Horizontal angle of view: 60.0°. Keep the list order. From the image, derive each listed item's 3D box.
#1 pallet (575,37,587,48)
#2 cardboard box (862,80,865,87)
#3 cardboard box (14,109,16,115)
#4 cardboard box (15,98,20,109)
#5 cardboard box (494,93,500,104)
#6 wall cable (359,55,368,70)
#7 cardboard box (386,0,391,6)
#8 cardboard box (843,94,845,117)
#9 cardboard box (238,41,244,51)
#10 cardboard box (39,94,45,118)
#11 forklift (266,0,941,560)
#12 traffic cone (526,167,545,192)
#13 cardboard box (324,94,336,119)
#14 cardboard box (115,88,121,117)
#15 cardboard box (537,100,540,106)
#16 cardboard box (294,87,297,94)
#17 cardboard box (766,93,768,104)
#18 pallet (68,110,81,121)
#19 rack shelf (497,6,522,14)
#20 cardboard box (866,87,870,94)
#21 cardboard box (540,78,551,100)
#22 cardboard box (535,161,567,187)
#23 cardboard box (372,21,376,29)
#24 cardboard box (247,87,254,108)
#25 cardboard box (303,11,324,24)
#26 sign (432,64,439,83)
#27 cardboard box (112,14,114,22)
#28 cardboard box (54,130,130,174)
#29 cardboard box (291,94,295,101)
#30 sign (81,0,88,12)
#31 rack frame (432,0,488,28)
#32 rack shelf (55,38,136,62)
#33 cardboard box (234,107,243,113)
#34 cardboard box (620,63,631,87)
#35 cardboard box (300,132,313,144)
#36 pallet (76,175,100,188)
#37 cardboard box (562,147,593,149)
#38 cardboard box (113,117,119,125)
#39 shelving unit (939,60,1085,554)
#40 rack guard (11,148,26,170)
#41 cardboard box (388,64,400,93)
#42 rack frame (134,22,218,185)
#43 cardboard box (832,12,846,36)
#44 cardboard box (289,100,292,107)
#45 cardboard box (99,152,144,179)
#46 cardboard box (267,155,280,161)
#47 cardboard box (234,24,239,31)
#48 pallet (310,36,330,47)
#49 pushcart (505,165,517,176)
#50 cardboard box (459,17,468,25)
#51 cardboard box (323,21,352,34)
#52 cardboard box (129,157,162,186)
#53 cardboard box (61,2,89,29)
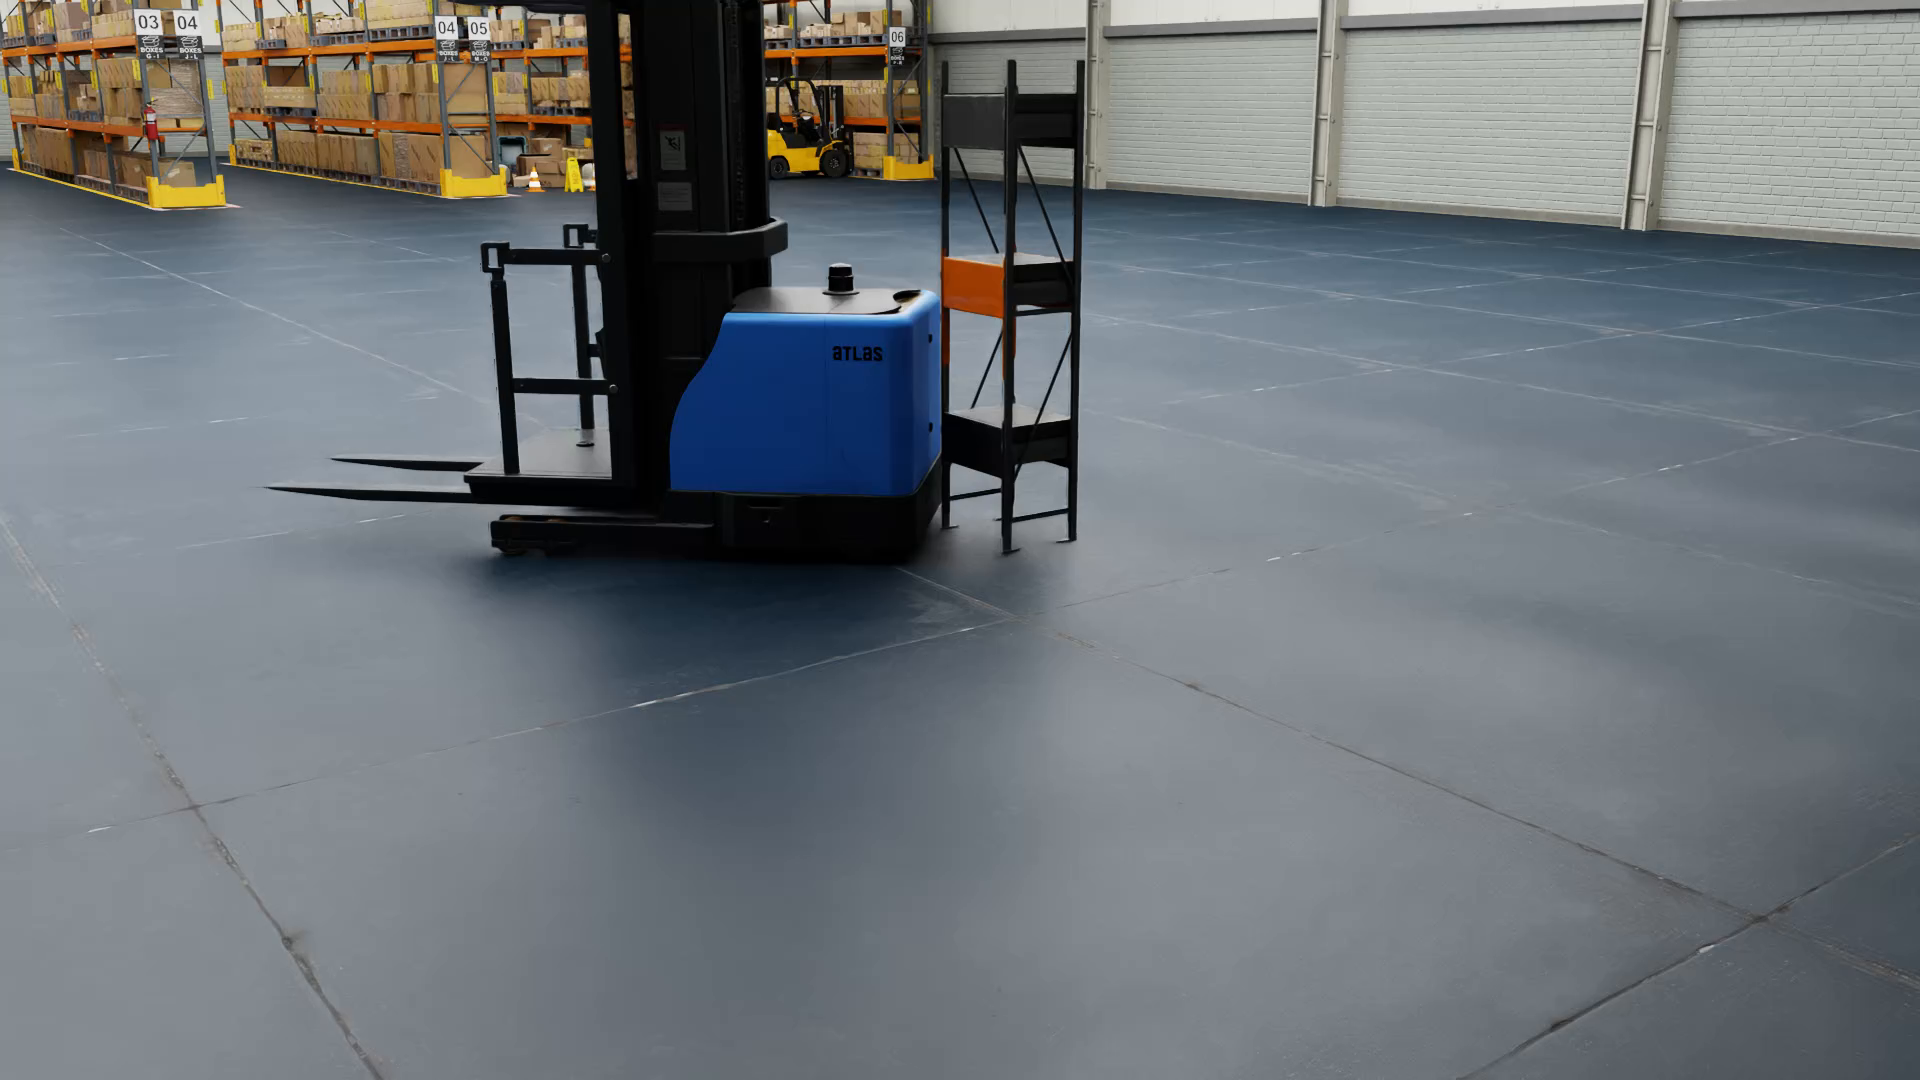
[{"bbox_3d":[-7.792,-11.053,36.950,1.213,0.211,1.003,-11,19,-35],"label":"pallet"},{"bbox_3d":[-1.964,-10.178,37.099,0.380,0.149,0.250,-11,19,-34],"label":"cardboard box"},{"bbox_3d":[-22.342,-10.215,39.692,0.380,0.149,0.250,-11,19,-36],"label":"cardboard box"},{"bbox_3d":[-21.920,-10.281,39.179,0.500,0.250,0.500,-12,19,-36],"label":"cardboard box"},{"bbox_3d":[-11.285,-10.961,41.279,0.500,0.250,0.500,-12,19,-36],"label":"cardboard box"},{"bbox_3d":[-17.905,-13.816,50.390,0.585,1.953,0.123,-11,19,-35],"label":"wall cable"},{"bbox_3d":[-10.771,-10.317,31.888,0.380,0.149,0.250,-11,19,-35],"label":"cardboard box"},{"bbox_3d":[-2.556,-9.905,37.894,0.500,0.500,0.500,-11,19,-34],"label":"cardboard box"},{"bbox_3d":[-17.544,-12.227,41.168,0.500,0.250,0.500,-11,19,-35],"label":"cardboard box"},{"bbox_3d":[-19.870,-9.522,36.495,0.500,0.500,0.500,-11,19,-34],"label":"cardboard box"},{"bbox_3d":[-1.637,-1.479,7.429,3.031,2.935,1.130,2,15,7],"label":"forklift"},{"bbox_3d":[-8.272,-7.014,32.327,0.336,0.463,0.334,-11,19,-35],"label":"traffic cone"},{"bbox_3d":[-13.465,-9.415,36.103,0.500,0.500,0.500,-11,19,-35],"label":"cardboard box"},{"bbox_3d":[-14.676,-7.893,29.978,0.875,0.500,0.500,-11,19,-35],"label":"cardboard box"},{"bbox_3d":[-9.826,-10.385,39.519,0.380,0.149,0.250,-12,19,-38],"label":"cardboard box"},{"bbox_3d":[-14.771,-10.124,37.437,0.380,0.149,0.250,-10,18,-33],"label":"cardboard box"},{"bbox_3d":[-4.602,-10.772,40.589,0.500,0.250,0.500,-10,18,-33],"label":"cardboard box"},{"bbox_3d":[-17.378,-8.636,33.810,1.213,0.211,1.003,-11,19,-35],"label":"pallet"},{"bbox_3d":[-11.043,-13.183,40.816,1.077,0.370,4.000,-11,19,-35],"label":"rack shelf"},{"bbox_3d":[-1.858,-9.972,36.909,0.380,0.149,0.250,-10,18,-34],"label":"cardboard box"},{"bbox_3d":[-9.478,-10.554,38.908,0.500,0.500,0.500,-10,18,-32],"label":"cardboard box"},{"bbox_3d":[-8.244,-7.472,33.923,0.637,0.503,0.797,4,16,13],"label":"cardboard box"},{"bbox_3d":[-11.367,-10.149,32.784,0.380,0.149,0.250,-11,19,-34],"label":"cardboard box"},{"bbox_3d":[-17.272,-10.935,41.094,0.500,0.500,0.500,-11,19,-35],"label":"cardboard box"},{"bbox_3d":[-14.260,-11.523,36.672,0.396,0.266,0.258,-11,19,-35],"label":"cardboard box"},{"bbox_3d":[-9.555,-8.496,30.292,0.100,0.325,0.005,-11,19,-35],"label":"sign"},{"bbox_3d":[-14.613,-9.137,29.125,0.380,0.149,0.250,-10,18,-33],"label":"cardboard box"},{"bbox_3d":[-18.272,-8.192,35.055,1.225,0.875,0.875,-12,19,-37],"label":"cardboard box"},{"bbox_3d":[-14.932,-10.038,37.686,0.380,0.149,0.250,-11,19,-34],"label":"cardboard box"},{"bbox_3d":[-15.978,-9.809,30.326,0.100,0.325,0.005,-11,19,-35],"label":"sign"},{"bbox_3d":[-9.108,-10.798,29.981,1.000,3.000,0.127,-11,19,-35],"label":"rack frame"},{"bbox_3d":[-16.707,-9.537,32.419,1.077,0.370,4.000,-11,19,-35],"label":"rack shelf"},{"bbox_3d":[-18.292,-10.966,42.435,0.380,0.149,0.250,-12,19,-36],"label":"cardboard box"},{"bbox_3d":[-6.876,-9.871,35.311,0.700,0.500,0.500,-11,19,-36],"label":"cardboard box"},{"bbox_3d":[-14.732,-9.182,37.963,0.500,0.250,0.500,-11,19,-34],"label":"cardboard box"},{"bbox_3d":[-17.425,-7.352,34.038,1.003,0.211,1.213,-11,19,-35],"label":"pallet"},{"bbox_3d":[-9.103,-9.059,39.174,0.950,0.372,0.625,-11,19,-36],"label":"cardboard box"},{"bbox_3d":[-15.074,-7.580,30.065,0.380,0.149,0.250,-11,19,-35],"label":"cardboard box"},{"bbox_3d":[0.221,-1.035,7.381,0.431,2.100,0.503,-10,18,-33],"label":"shelving unit"},{"bbox_3d":[-22.601,-9.372,40.870,1.175,0.500,0.348,-11,19,-35],"label":"rack guard"},{"bbox_3d":[-10.647,-9.031,32.561,0.875,0.550,0.550,-11,19,-35],"label":"cardboard box"},{"bbox_3d":[-13.179,-7.156,28.039,1.000,3.000,0.127,-11,19,-35],"label":"rack frame"},{"bbox_3d":[-2.442,-11.634,37.540,0.797,0.503,0.637,-10,18,-33],"label":"cardboard box"},{"bbox_3d":[-15.073,-9.947,37.917,0.380,0.149,0.250,-12,19,-37],"label":"cardboard box"},{"bbox_3d":[-16.469,-7.375,32.742,0.700,0.500,0.500,-13,20,-39],"label":"cardboard box"},{"bbox_3d":[-16.670,-9.325,40.569,0.380,0.149,0.250,-11,19,-34],"label":"cardboard box"},{"bbox_3d":[-17.816,-12.736,41.326,0.380,0.149,0.250,-10,18,-33],"label":"cardboard box"},{"bbox_3d":[-13.390,-10.839,36.171,1.213,0.211,1.003,-10,18,-32],"label":"pallet"},{"bbox_3d":[-9.330,-7.919,35.794,0.936,0.377,1.648,10,18,33],"label":"pushcart"},{"bbox_3d":[-9.050,-9.603,30.791,0.380,0.149,0.250,-11,19,-34],"label":"cardboard box"},{"bbox_3d":[-13.269,-10.942,35.489,0.500,0.250,0.500,-10,18,-33],"label":"cardboard box"},{"bbox_3d":[-14.986,-6.794,30.657,0.500,0.500,0.500,-5,16,-17],"label":"cardboard box"},{"bbox_3d":[-17.218,-10.245,32.506,0.500,0.500,0.500,-12,19,-36],"label":"cardboard box"}]
